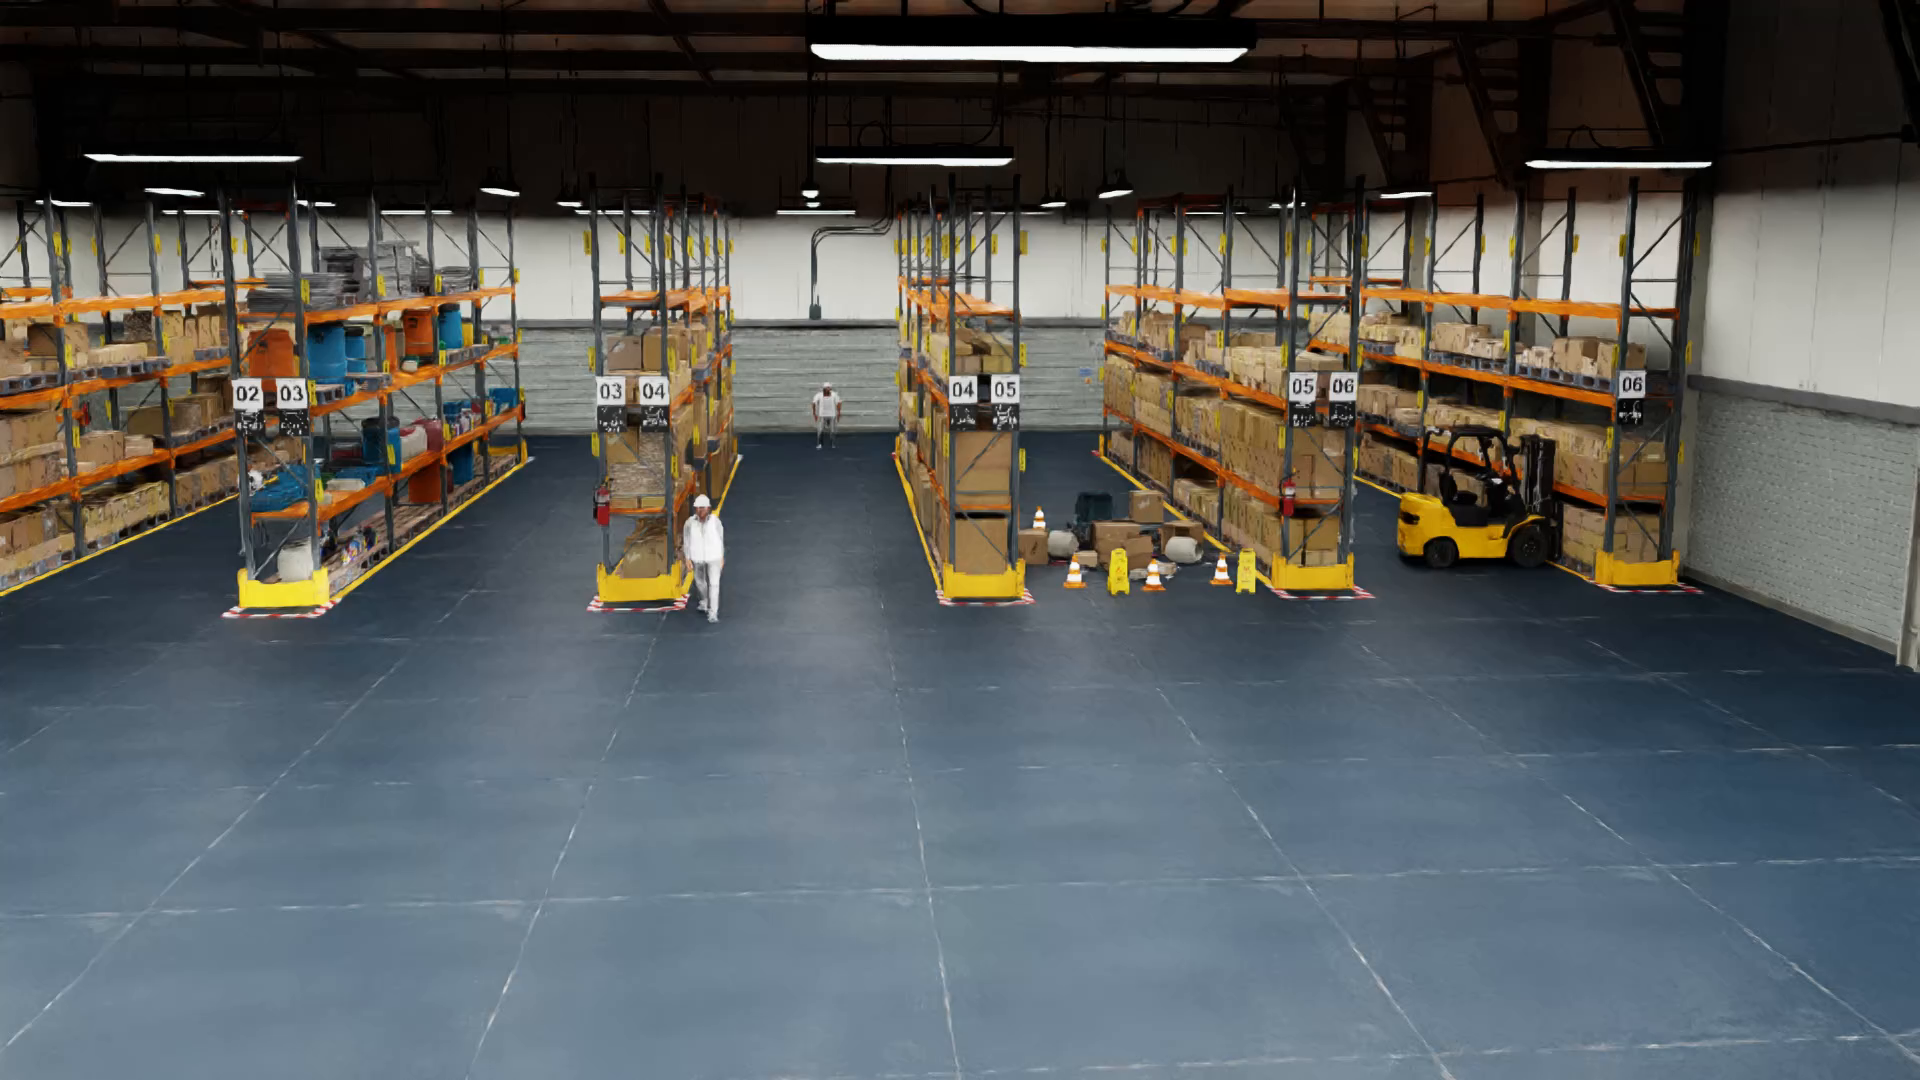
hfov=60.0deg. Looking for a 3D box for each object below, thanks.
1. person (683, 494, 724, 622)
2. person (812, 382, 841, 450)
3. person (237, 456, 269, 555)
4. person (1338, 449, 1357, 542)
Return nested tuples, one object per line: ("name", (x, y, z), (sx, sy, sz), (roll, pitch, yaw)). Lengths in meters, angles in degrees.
("person", (-3.476, 0.216, 22.532), (0.543, 1.700, 1.115), (0, 10, -3))
("person", (-3.309, -3.083, 41.271), (0.718, 1.714, 0.578), (-1, 10, -6))
("person", (-11.658, -0.605, 27.405), (0.461, 1.626, 0.999), (-1, 10, -5))
("person", (6.567, -0.768, 28.389), (0.449, 1.599, 0.467), (5, 11, 26))
